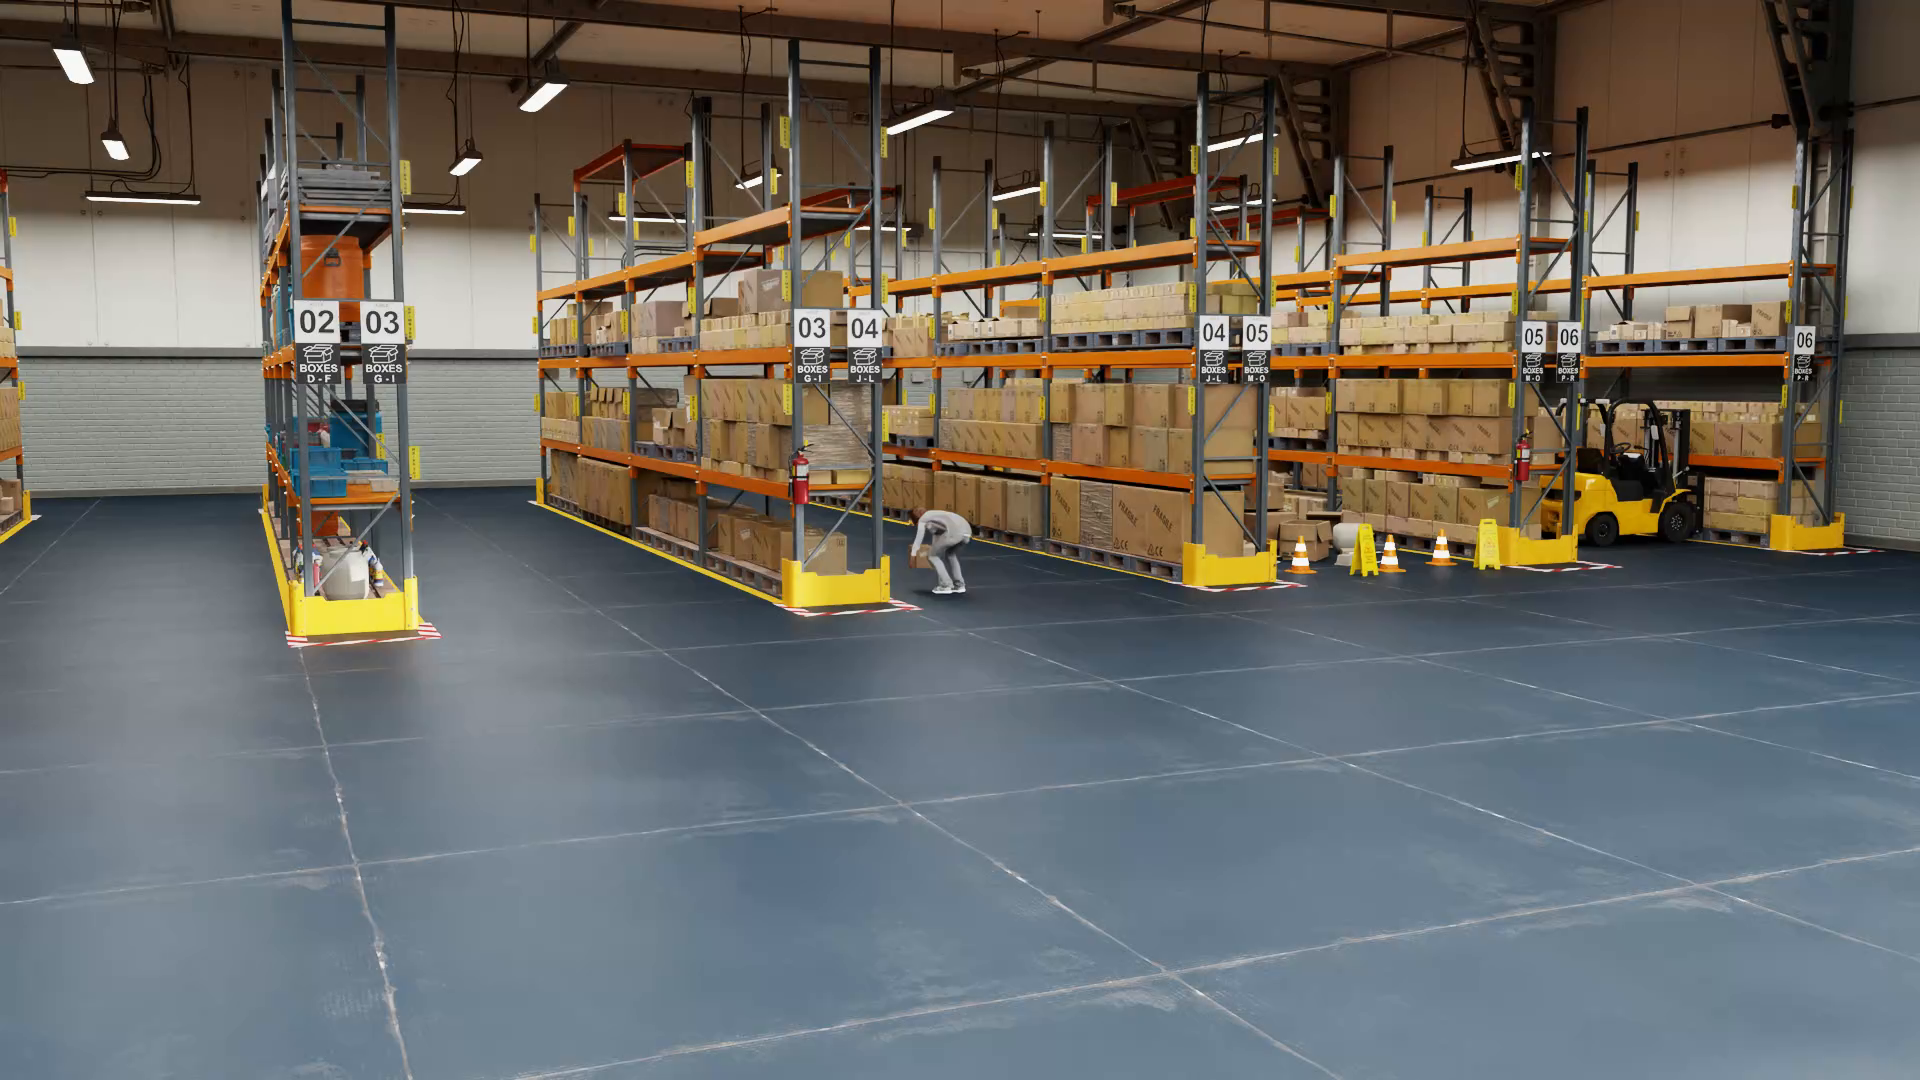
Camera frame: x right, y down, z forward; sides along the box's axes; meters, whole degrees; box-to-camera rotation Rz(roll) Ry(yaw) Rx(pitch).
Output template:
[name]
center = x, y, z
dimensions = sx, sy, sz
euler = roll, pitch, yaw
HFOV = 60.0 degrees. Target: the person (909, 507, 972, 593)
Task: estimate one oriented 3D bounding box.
[person]
center = -0.236, 0.124, 19.216
dimensions = 0.862, 0.960, 0.423
euler = 5, 8, 44
